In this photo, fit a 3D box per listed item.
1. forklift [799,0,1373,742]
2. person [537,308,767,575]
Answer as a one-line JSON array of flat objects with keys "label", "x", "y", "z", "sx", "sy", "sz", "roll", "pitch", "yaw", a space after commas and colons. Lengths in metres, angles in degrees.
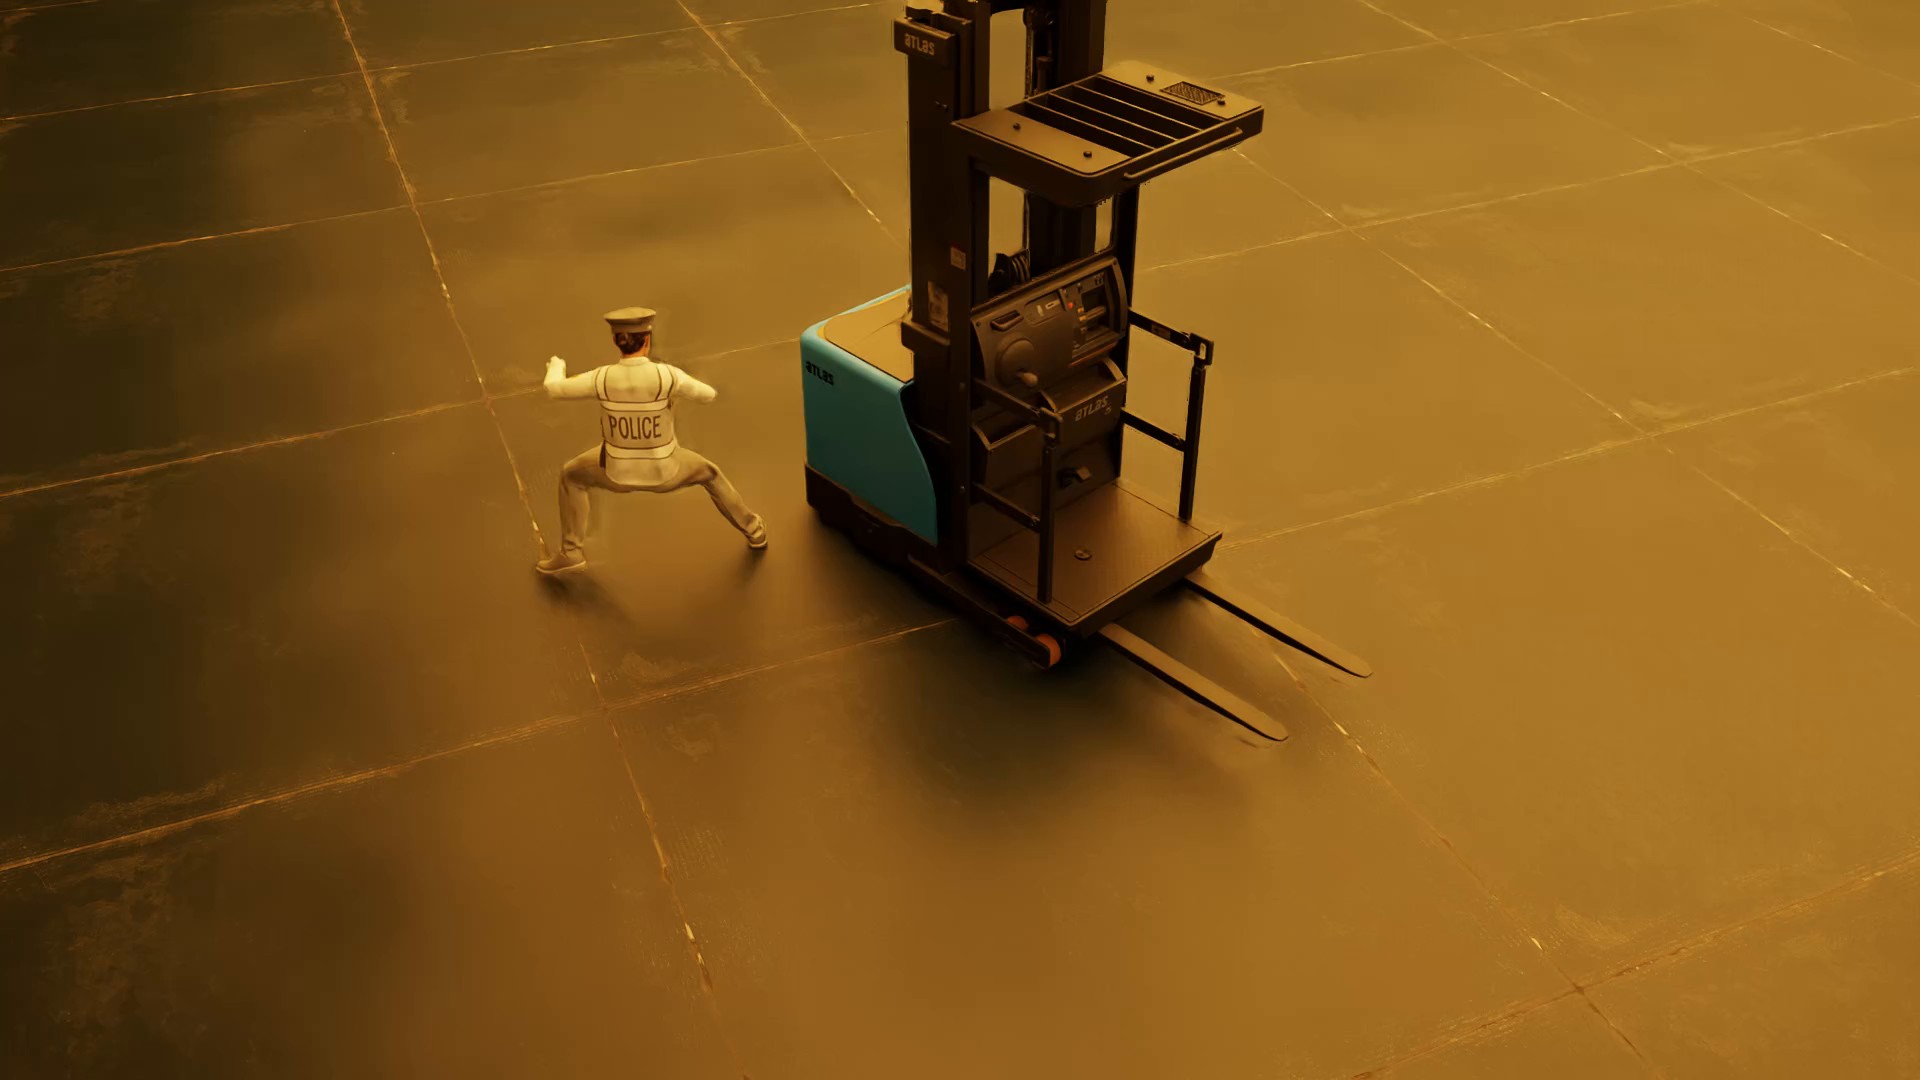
[{"label": "forklift", "x": 0.563, "y": -0.930, "z": 7.406, "sx": 1.130, "sy": 2.935, "sz": 3.031, "roll": -29, "pitch": 44, "yaw": -34}, {"label": "person", "x": -1.562, "y": -0.498, "z": 8.077, "sx": 1.140, "sy": 1.449, "sz": 0.634, "roll": -2, "pitch": 35, "yaw": -3}]
